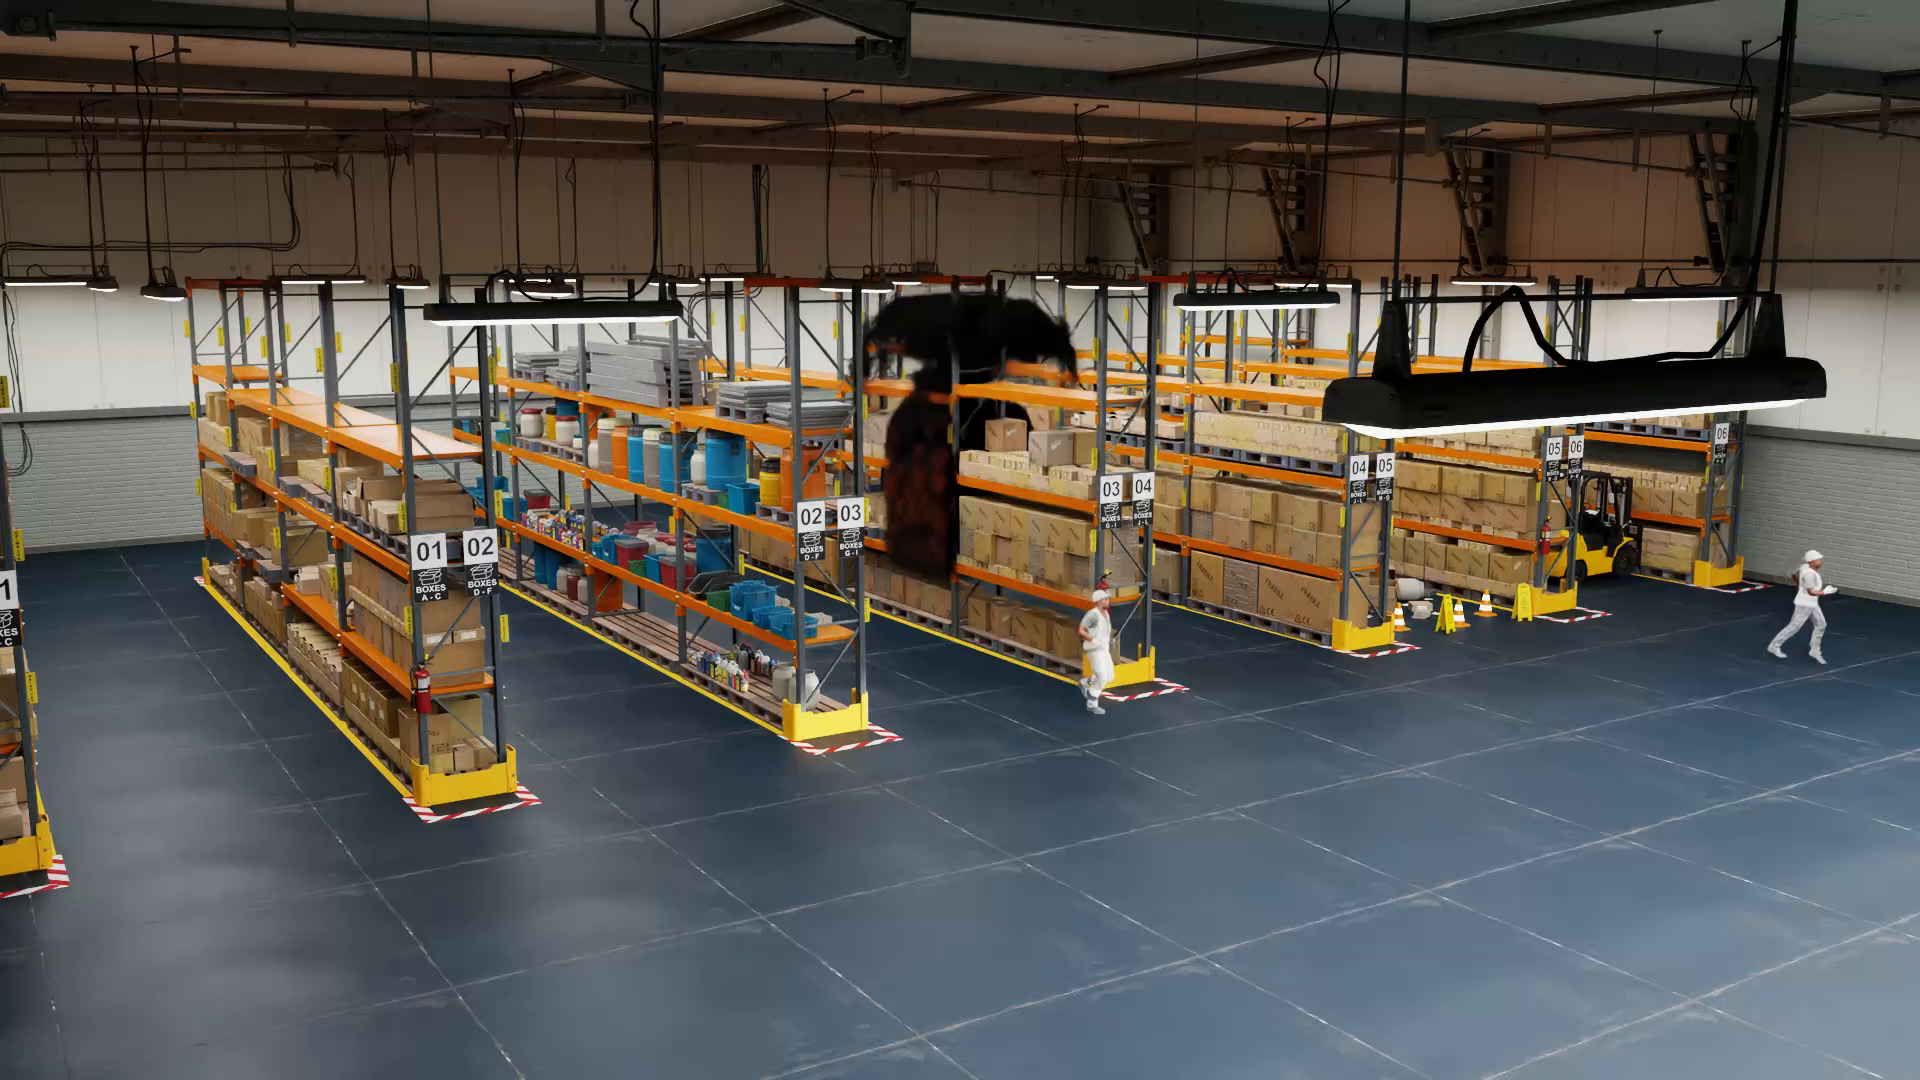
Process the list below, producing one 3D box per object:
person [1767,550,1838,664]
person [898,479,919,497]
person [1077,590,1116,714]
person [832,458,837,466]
[{"bbox_3d":[13.379,1.059,26.379,0.922,1.834,0.698,6,11,31],"label":"person"},{"bbox_3d":[-1.083,-0.452,35.653,0.582,1.727,0.702,-8,12,-38],"label":"person"},{"bbox_3d":[1.930,1.557,23.690,0.595,1.708,0.670,7,12,35],"label":"person"},{"bbox_3d":[-2.968,-1.096,39.209,0.762,1.734,0.970,-2,10,-13],"label":"person"}]
